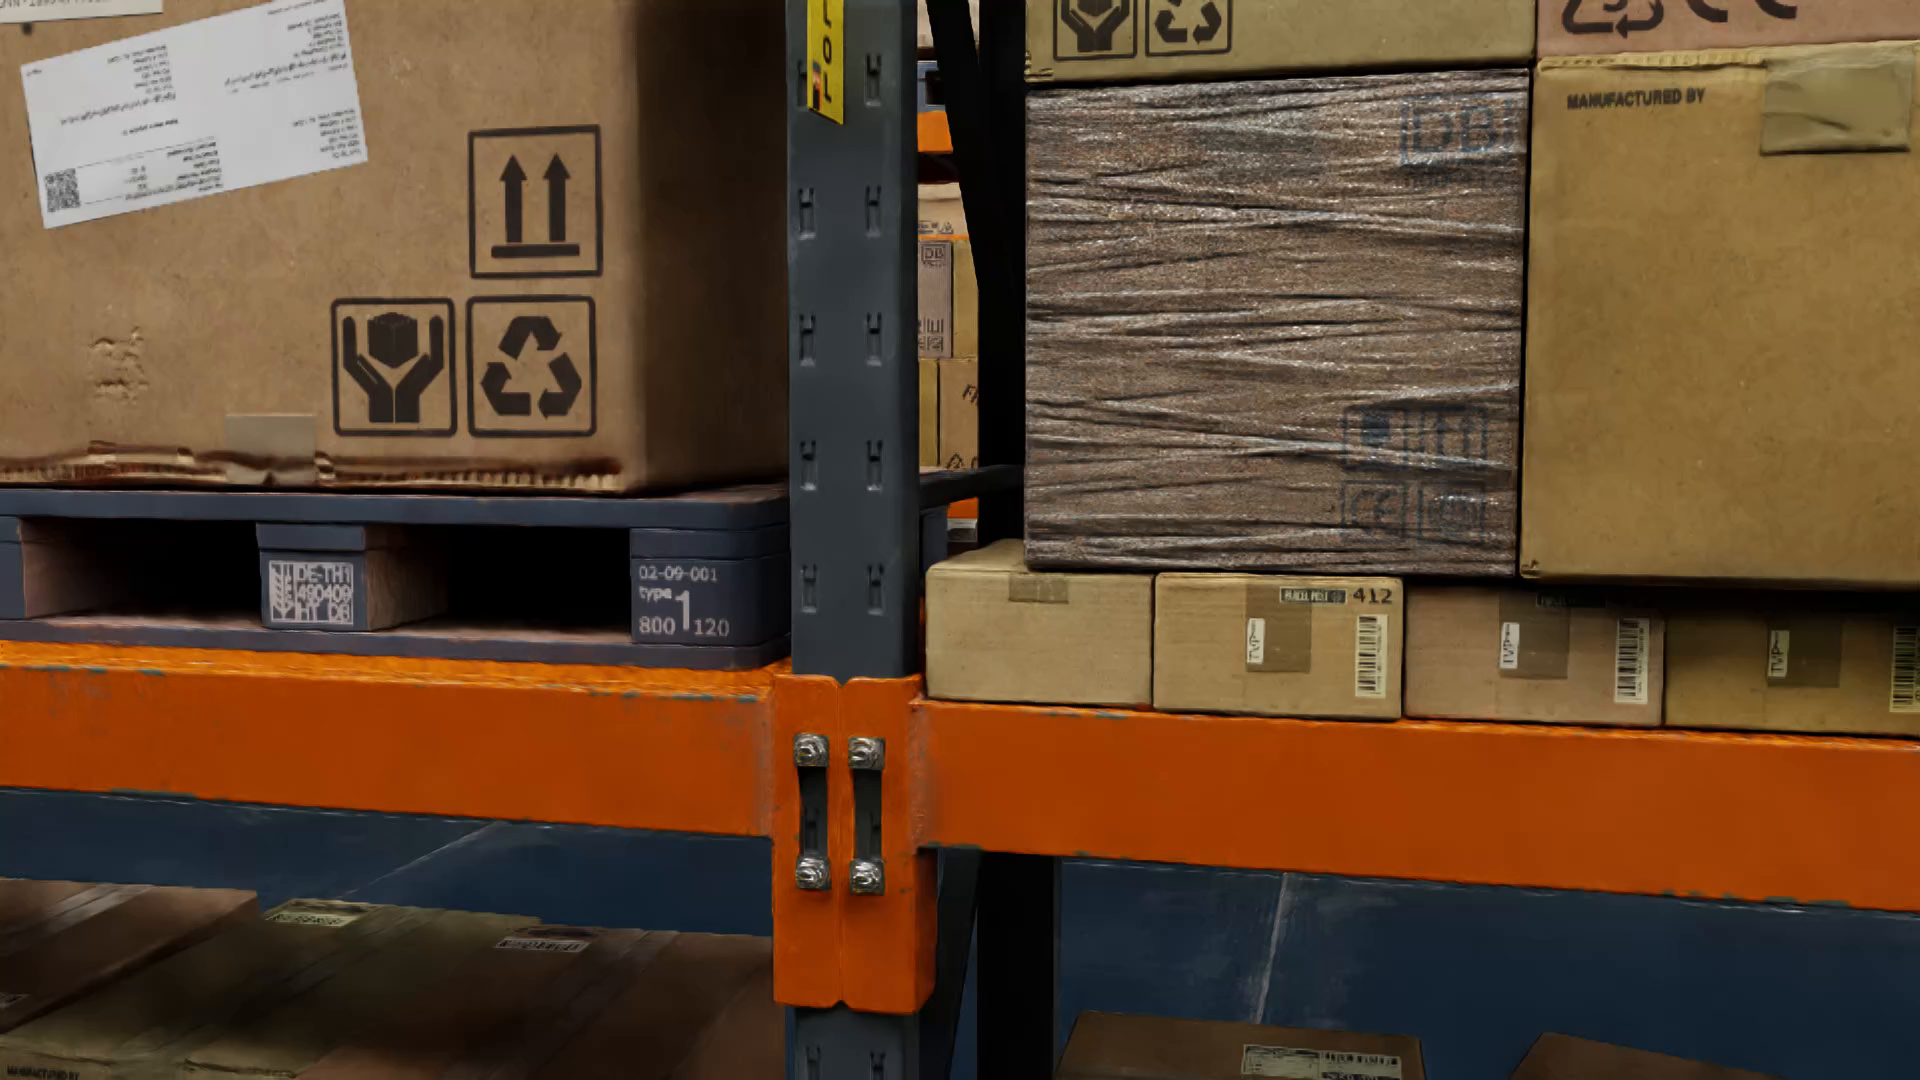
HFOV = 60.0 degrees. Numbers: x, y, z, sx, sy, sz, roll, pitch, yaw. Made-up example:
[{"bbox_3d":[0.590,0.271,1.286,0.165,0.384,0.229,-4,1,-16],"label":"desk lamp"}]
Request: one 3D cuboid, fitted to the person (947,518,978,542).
[{"bbox_3d":[-0.082,-0.079,9.652,0.665,1.770,0.379,0,5,-3],"label":"person"}]
